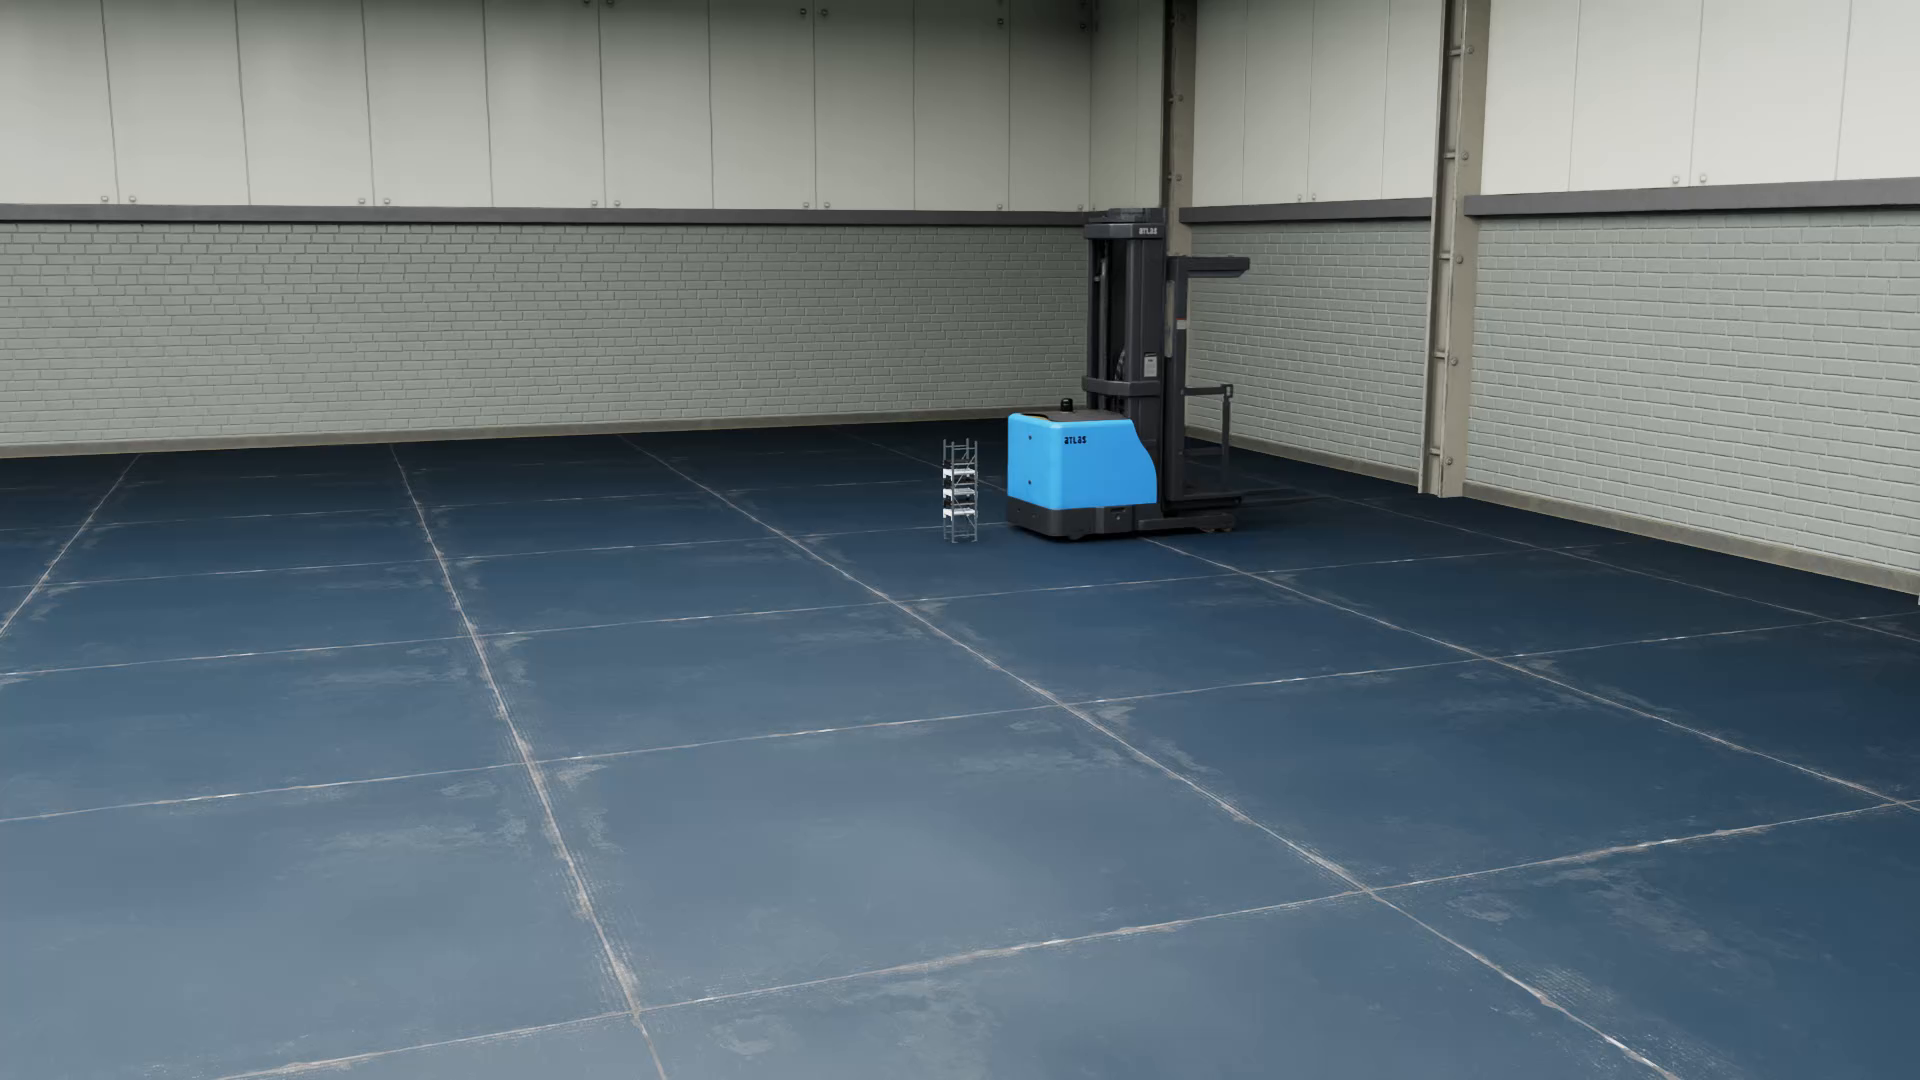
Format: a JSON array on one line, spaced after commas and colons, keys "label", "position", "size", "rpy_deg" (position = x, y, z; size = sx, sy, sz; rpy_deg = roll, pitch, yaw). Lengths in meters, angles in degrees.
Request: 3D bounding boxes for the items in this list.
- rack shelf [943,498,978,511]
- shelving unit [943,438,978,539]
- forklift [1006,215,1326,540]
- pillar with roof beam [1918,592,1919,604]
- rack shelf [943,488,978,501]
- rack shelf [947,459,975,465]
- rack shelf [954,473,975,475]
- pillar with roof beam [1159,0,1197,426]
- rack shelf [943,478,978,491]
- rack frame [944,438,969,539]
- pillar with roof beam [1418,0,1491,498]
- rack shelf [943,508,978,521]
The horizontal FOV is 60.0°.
[{"label": "rack shelf", "position": [0.003, -0.320, 14.855], "size": [0.258, 0.077, 0.200], "rpy_deg": [-4, 11, -21]}, {"label": "shelving unit", "position": [0.002, -0.442, 14.836], "size": [0.258, 0.900, 0.205], "rpy_deg": [-4, 11, -21]}, {"label": "forklift", "position": [1.995, -1.554, 15.472], "size": [3.031, 2.867, 1.129], "rpy_deg": [-4, 11, -23]}, {"label": "pillar with roof beam", "position": [3.267, -3.663, 9.816], "size": [9.100, 9.000, 0.400], "rpy_deg": [-4, 11, -21]}, {"label": "rack shelf", "position": [0.003, -0.409, 14.840], "size": [0.258, 0.077, 0.200], "rpy_deg": [-4, 11, -21]}, {"label": "rack shelf", "position": [0.003, -0.695, 14.789], "size": [0.221, 0.026, 0.190], "rpy_deg": [-4, 11, -21]}, {"label": "rack shelf", "position": [0.003, -0.601, 14.806], "size": [0.199, 0.015, 0.184], "rpy_deg": [-4, 11, -21]}, {"label": "pillar with roof beam", "position": [-1.081, -5.621, 20.827], "size": [9.100, 9.000, 0.400], "rpy_deg": [-4, 11, -21]}, {"label": "rack shelf", "position": [0.003, -0.498, 14.824], "size": [0.258, 0.077, 0.200], "rpy_deg": [-4, 11, -21]}, {"label": "rack frame", "position": [-0.034, -0.458, 14.927], "size": [0.240, 0.900, 0.006], "rpy_deg": [-4, 11, -21]}, {"label": "pillar with roof beam", "position": [1.093, -4.642, 15.321], "size": [9.100, 9.000, 0.400], "rpy_deg": [-4, 11, -21]}, {"label": "rack shelf", "position": [0.003, -0.232, 14.871], "size": [0.258, 0.077, 0.200], "rpy_deg": [-4, 11, -21]}]
